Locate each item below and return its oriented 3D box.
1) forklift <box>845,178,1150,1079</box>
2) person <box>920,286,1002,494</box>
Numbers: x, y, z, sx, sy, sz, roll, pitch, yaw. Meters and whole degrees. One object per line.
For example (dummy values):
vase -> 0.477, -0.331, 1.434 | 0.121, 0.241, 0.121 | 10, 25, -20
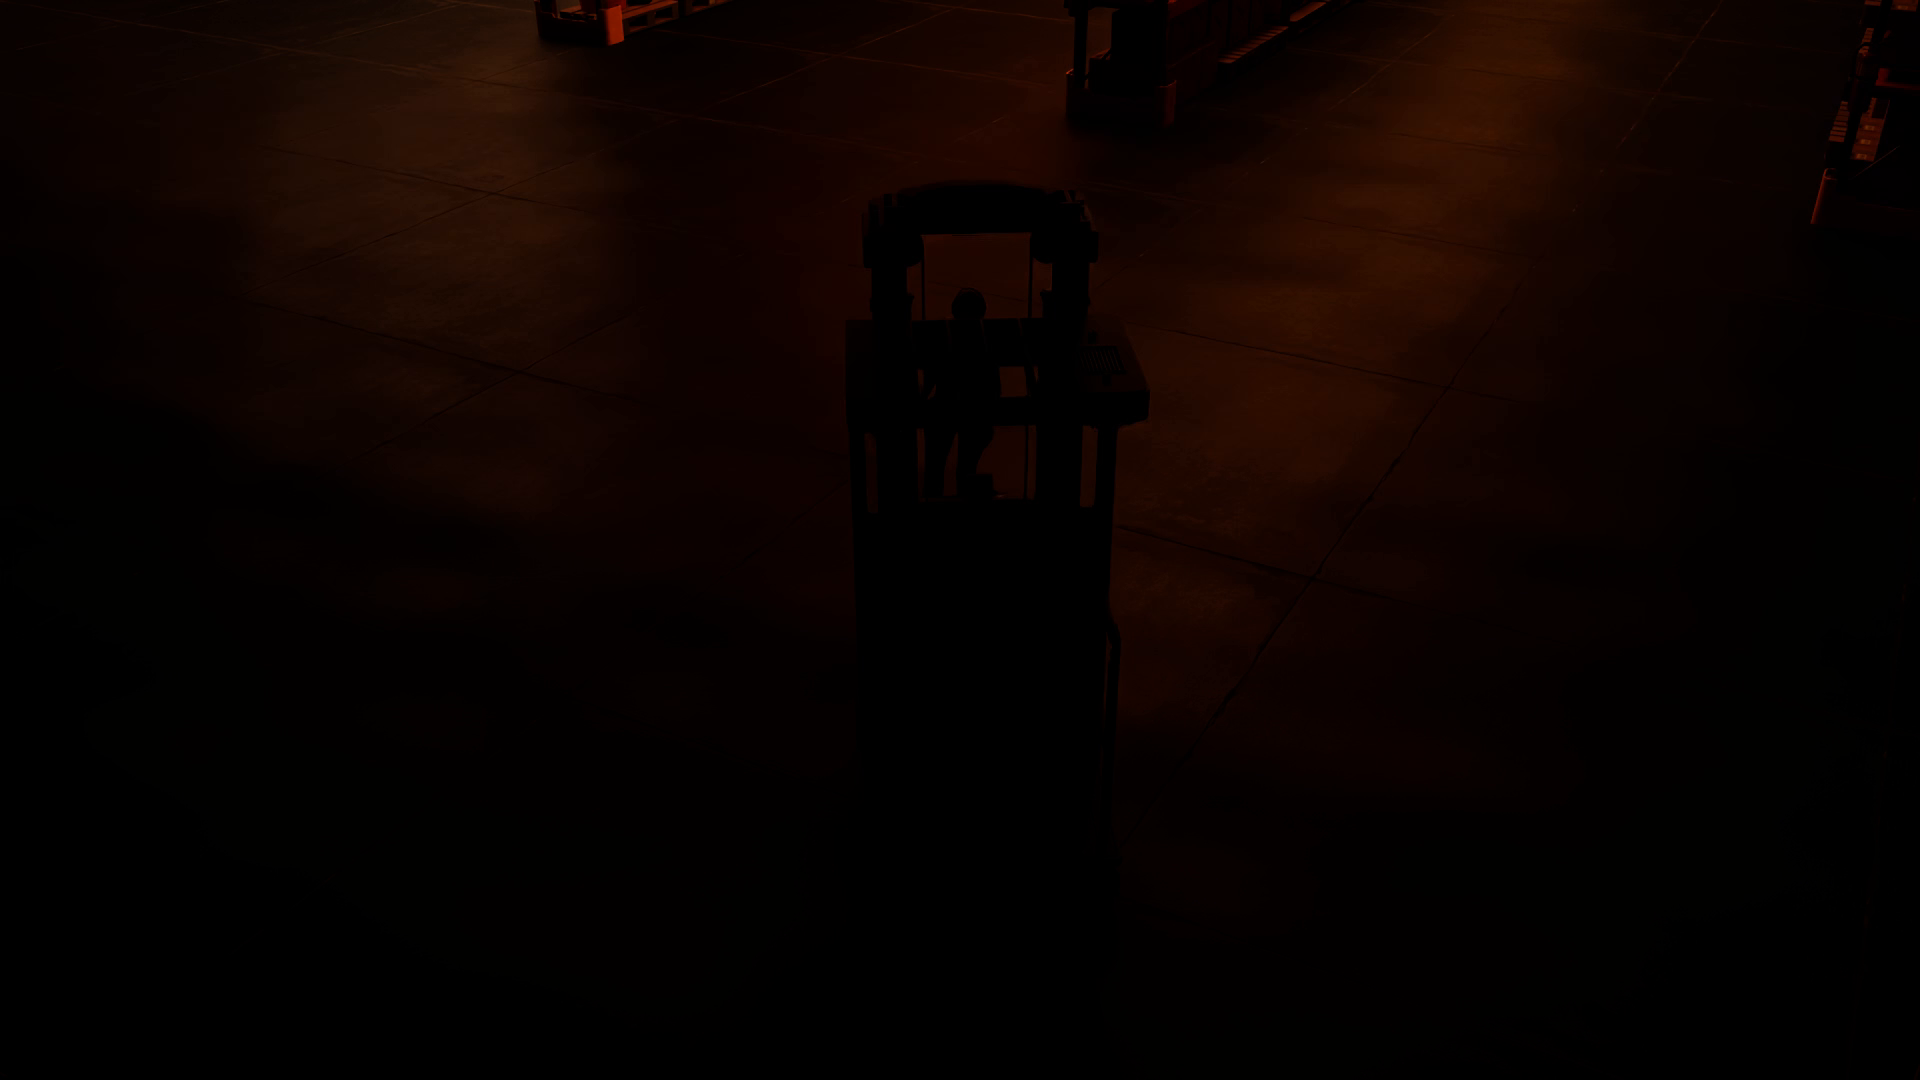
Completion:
forklift -> 0.111, 0.158, 6.796 | 1.130, 2.935, 3.031 | -2, 30, -3
person -> -0.048, -0.669, 9.550 | 0.519, 1.598, 0.474 | 15, 33, 25
